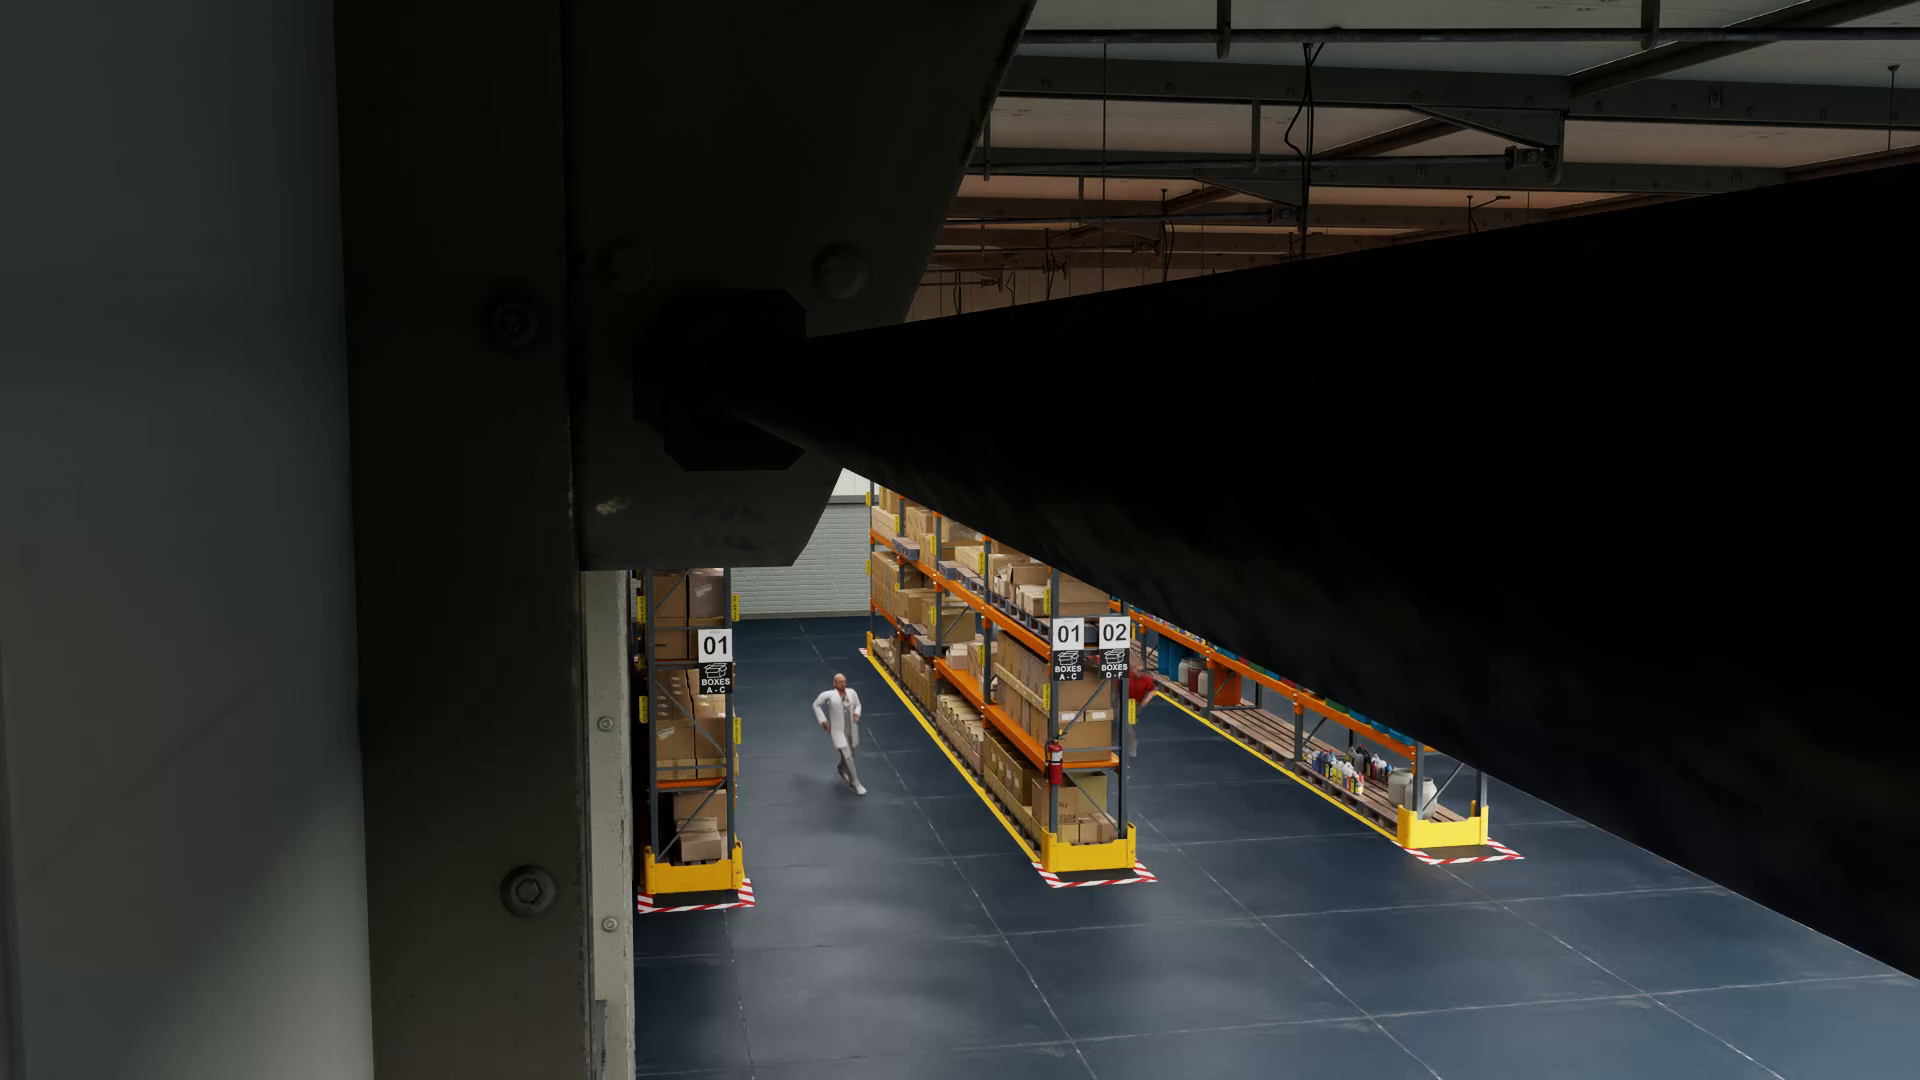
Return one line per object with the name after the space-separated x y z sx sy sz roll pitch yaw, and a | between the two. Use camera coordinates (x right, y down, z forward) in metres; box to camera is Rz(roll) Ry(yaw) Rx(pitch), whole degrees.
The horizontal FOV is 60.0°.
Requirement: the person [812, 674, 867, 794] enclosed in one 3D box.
-1.763 2.842 24.681 0.712 1.739 1.061 -4 7 -32 | person

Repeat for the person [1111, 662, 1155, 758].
2.800 2.704 27.221 0.682 1.567 1.092 -1 6 -7 | person
